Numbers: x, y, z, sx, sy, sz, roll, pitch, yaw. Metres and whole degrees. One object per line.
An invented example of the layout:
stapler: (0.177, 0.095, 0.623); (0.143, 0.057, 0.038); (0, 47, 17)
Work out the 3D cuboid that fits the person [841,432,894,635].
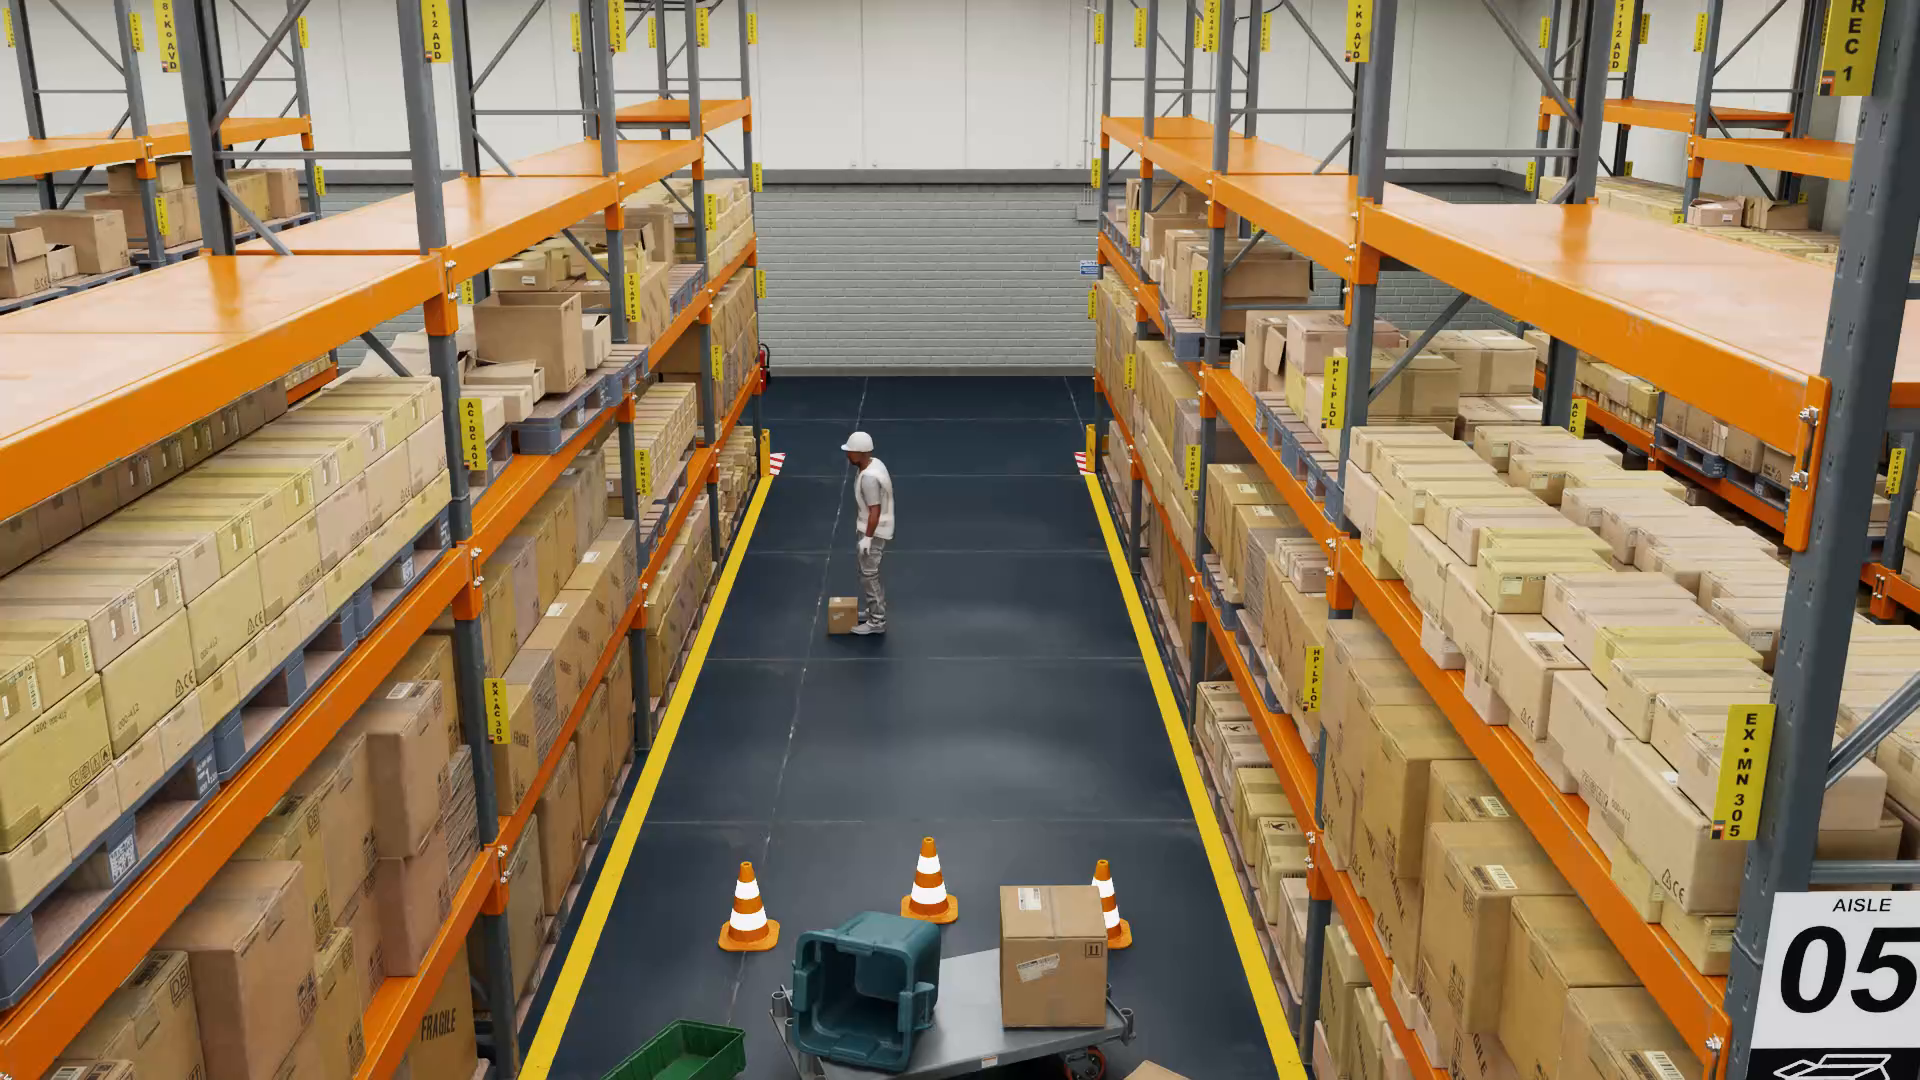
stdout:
person: (-0.788, -0.070, 14.344); (0.443, 1.776, 0.631); (-1, 17, -3)
